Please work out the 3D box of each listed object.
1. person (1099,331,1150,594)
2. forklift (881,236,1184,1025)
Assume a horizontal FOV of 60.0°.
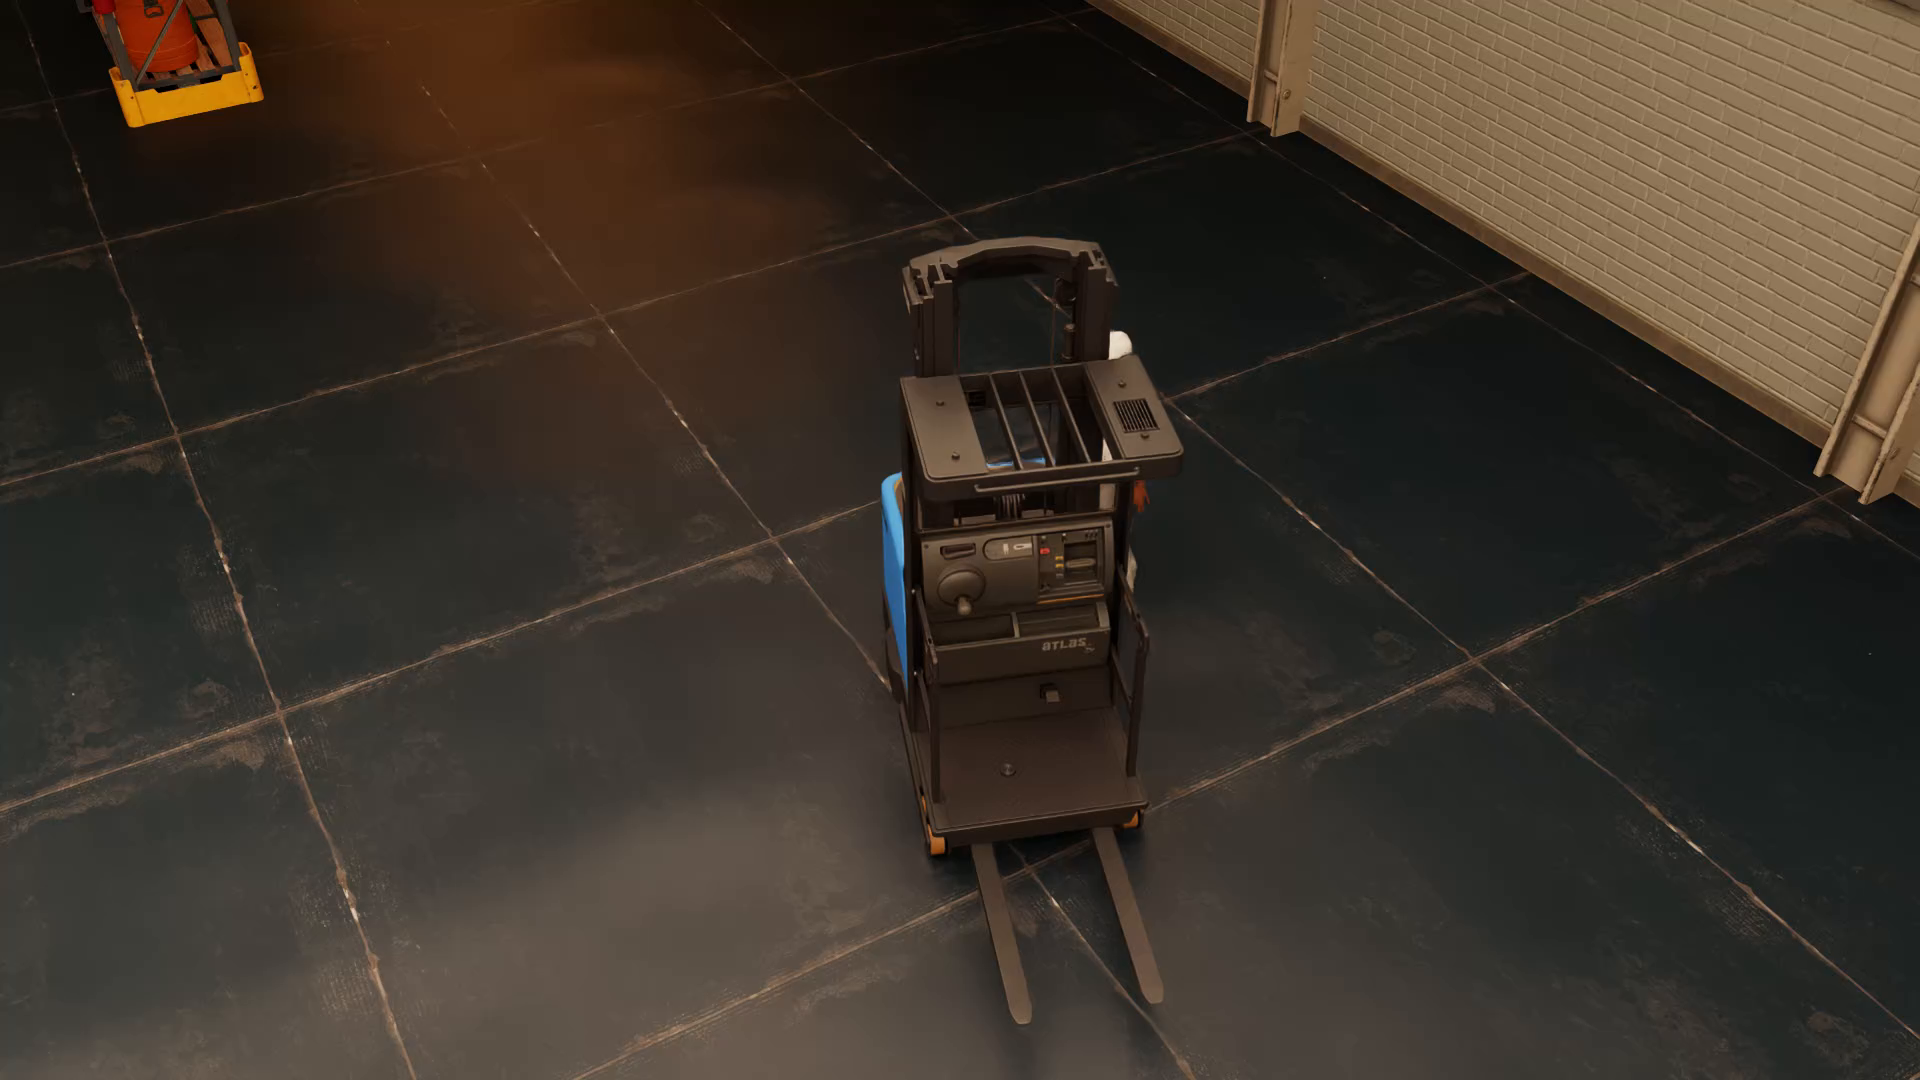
[{"bbox_3d":[0.876,-0.559,9.707,0.504,1.720,0.912,-13,41,-15],"label":"person"},{"bbox_3d":[0.320,0.209,7.785,1.130,2.935,3.031,-7,40,-8],"label":"forklift"}]
